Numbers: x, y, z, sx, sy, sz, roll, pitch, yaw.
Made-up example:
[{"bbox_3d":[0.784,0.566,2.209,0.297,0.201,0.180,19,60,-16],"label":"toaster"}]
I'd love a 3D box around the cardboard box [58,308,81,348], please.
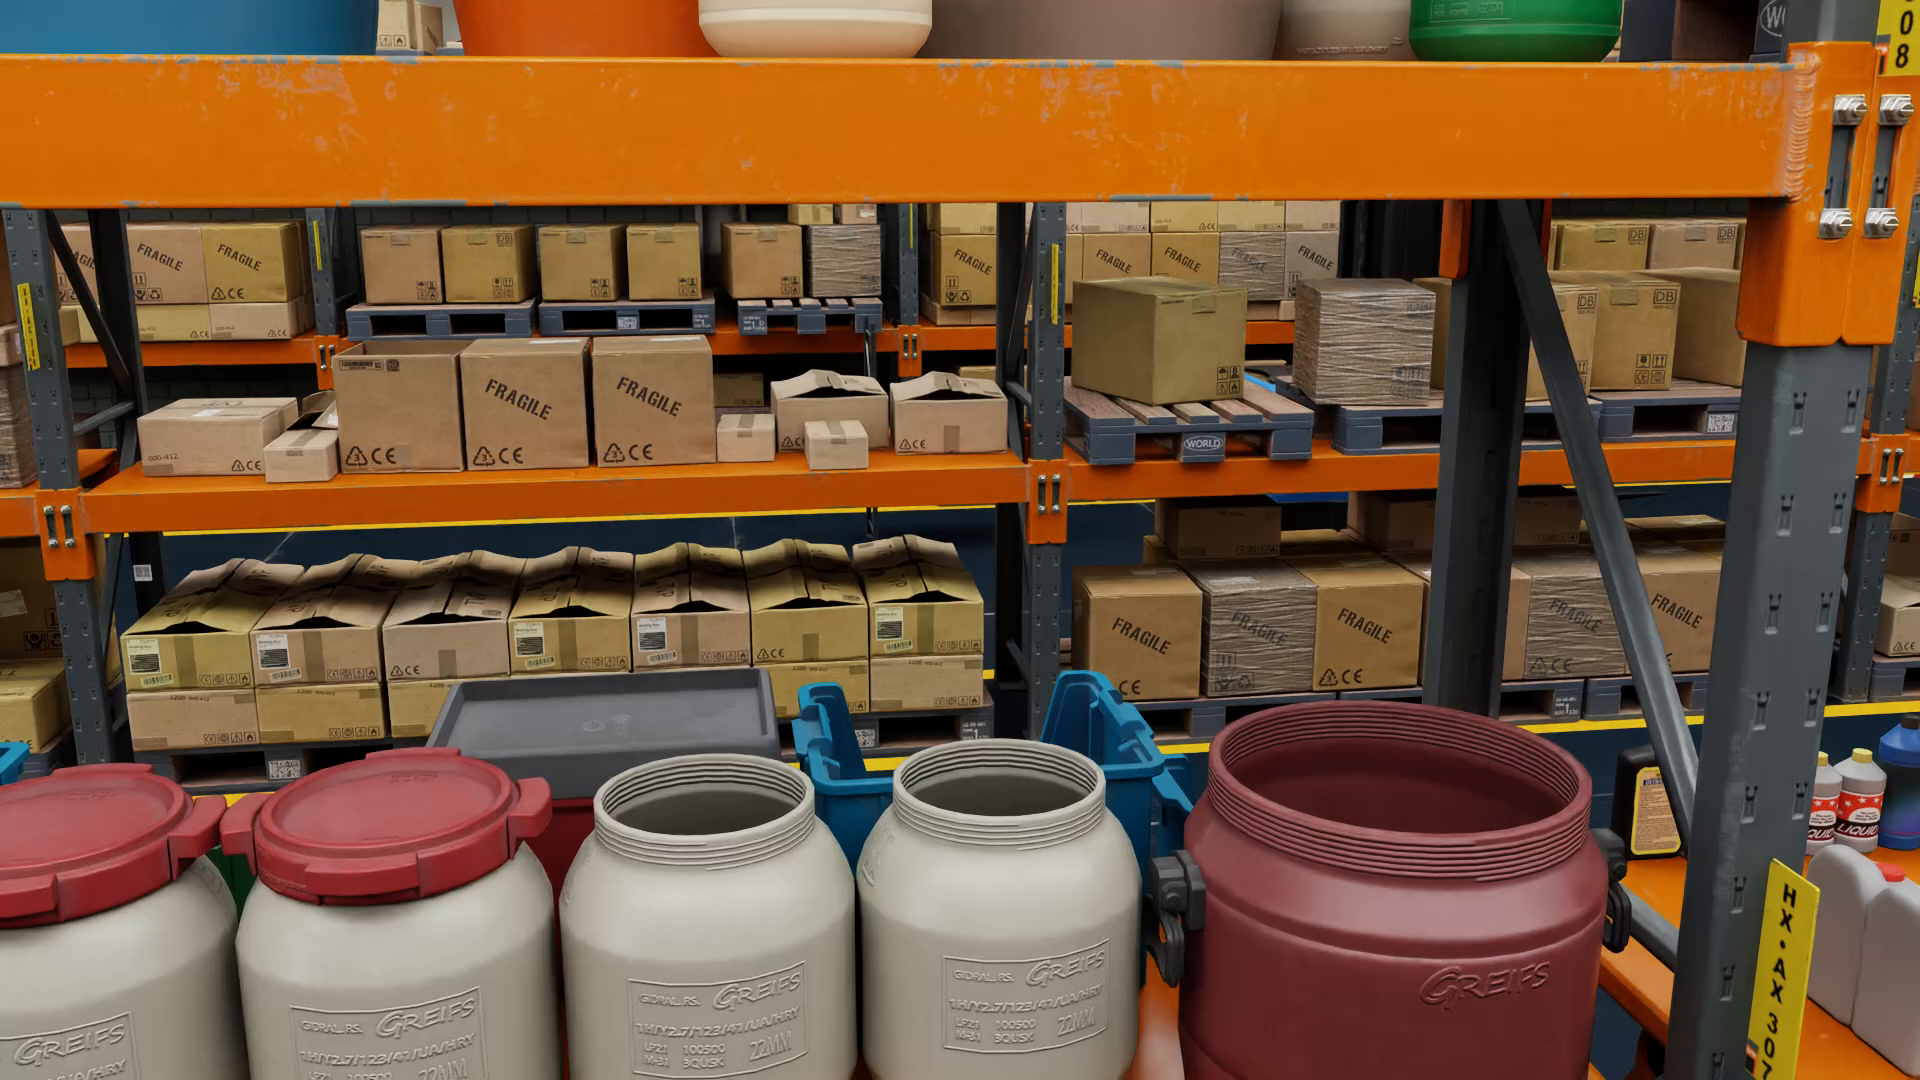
[{"bbox_3d":[-3.942,-0.890,7.067,0.250,0.149,0.380,-2,14,-8],"label":"cardboard box"}]

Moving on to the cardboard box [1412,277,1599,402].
[{"bbox_3d":[2.525,-0.954,7.789,0.500,0.500,0.700,-6,15,-23],"label":"cardboard box"}]

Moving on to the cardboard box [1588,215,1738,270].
[{"bbox_3d":[5.501,-2.187,13.159,0.700,0.700,0.980,-3,14,-11],"label":"cardboard box"}]

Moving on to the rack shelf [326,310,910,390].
[{"bbox_3d":[-2.412,-1.405,12.138,4.000,0.370,1.077,-2,14,-8],"label":"rack shelf"}]

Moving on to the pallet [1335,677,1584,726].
[{"bbox_3d":[2.255,0.656,8.173,1.213,0.211,1.003,-2,14,-8],"label":"pallet"}]

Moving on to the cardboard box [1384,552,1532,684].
[{"bbox_3d":[2.329,0.358,7.860,0.500,0.500,0.500,-3,14,-10],"label":"cardboard box"}]

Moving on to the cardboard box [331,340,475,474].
[{"bbox_3d":[-2.365,-0.582,7.170,0.500,0.500,0.500,-1,14,-4],"label":"cardboard box"}]

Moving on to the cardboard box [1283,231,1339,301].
[{"bbox_3d":[2.599,-2.076,12.475,0.500,0.500,0.500,-2,14,-8],"label":"cardboard box"}]

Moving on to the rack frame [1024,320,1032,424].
[{"bbox_3d":[0.418,-0.743,11.101,0.032,1.500,0.500,-2,14,-8],"label":"rack frame"}]

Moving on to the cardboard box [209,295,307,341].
[{"bbox_3d":[-4.813,-1.529,11.418,0.500,0.250,0.500,-2,14,-8],"label":"cardboard box"}]

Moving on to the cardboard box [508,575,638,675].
[{"bbox_3d":[-1.682,0.357,7.270,0.500,0.311,0.500,-2,14,-7],"label":"cardboard box"}]

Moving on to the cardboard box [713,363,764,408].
[{"bbox_3d":[-1.711,-1.147,12.323,0.500,0.250,0.500,-2,14,-7],"label":"cardboard box"}]

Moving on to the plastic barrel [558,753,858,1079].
[{"bbox_3d":[-0.360,0.606,2.409,0.421,0.512,0.421,0,14,0],"label":"plastic barrel"}]

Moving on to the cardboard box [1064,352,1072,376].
[{"bbox_3d":[1.180,-1.013,12.651,0.750,0.750,0.750,-2,14,-9],"label":"cardboard box"}]

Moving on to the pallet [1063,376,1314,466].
[{"bbox_3d":[0.967,-0.584,7.778,1.003,0.211,1.213,-2,14,-8],"label":"pallet"}]

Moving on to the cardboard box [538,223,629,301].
[{"bbox_3d":[-2.681,-2.004,11.936,0.500,0.500,0.700,0,14,-1],"label":"cardboard box"}]

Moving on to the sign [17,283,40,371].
[{"bbox_3d":[-3.564,-0.815,6.364,0.005,0.325,0.100,-2,14,-8],"label":"sign"}]

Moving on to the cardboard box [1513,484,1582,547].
[{"bbox_3d":[2.760,-0.150,8.346,0.500,0.250,0.500,-2,14,-8],"label":"cardboard box"}]

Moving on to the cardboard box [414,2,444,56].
[{"bbox_3d":[-3.837,-3.390,11.336,0.500,0.500,0.500,0,14,0],"label":"cardboard box"}]

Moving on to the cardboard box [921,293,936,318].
[{"bbox_3d":[-0.150,-1.788,12.661,0.250,0.149,0.380,-2,14,-7],"label":"cardboard box"}]

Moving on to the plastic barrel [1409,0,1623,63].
[{"bbox_3d":[0.805,-0.802,2.407,0.294,0.245,0.294,0,14,0],"label":"plastic barrel"}]

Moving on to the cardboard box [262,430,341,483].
[{"bbox_3d":[-2.741,-0.351,6.973,0.250,0.149,0.380,-2,14,-8],"label":"cardboard box"}]

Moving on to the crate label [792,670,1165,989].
[{"bbox_3d":[0.019,0.510,2.949,0.616,0.435,0.502,-2,14,-8],"label":"crate label"}]

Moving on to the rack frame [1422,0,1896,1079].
[{"bbox_3d":[1.042,0.557,2.834,0.053,2.616,0.949,-2,14,-8],"label":"rack frame"}]

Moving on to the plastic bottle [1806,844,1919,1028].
[{"bbox_3d":[1.495,0.642,2.751,0.135,0.276,0.152,-2,14,-8],"label":"plastic bottle"}]

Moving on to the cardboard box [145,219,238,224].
[{"bbox_3d":[-5.397,-1.998,11.748,0.500,0.500,0.500,-2,14,-9],"label":"cardboard box"}]

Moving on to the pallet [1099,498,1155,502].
[{"bbox_3d":[1.561,-0.528,12.894,1.213,0.211,1.003,-2,14,-8],"label":"pallet"}]

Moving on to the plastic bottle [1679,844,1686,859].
[{"bbox_3d":[1.495,0.536,3.328,0.097,0.201,0.097,0,14,0],"label":"plastic bottle"}]

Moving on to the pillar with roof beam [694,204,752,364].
[{"bbox_3d":[-1.207,-3.862,8.123,0.400,9.000,9.100,-2,14,-8],"label":"pillar with roof beam"}]

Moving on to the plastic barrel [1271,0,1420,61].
[{"bbox_3d":[0.689,-1.015,2.708,0.421,0.512,0.421,0,14,0],"label":"plastic barrel"}]

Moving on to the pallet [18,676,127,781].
[{"bbox_3d":[-4.440,0.881,7.275,1.213,0.211,1.003,-2,14,-8],"label":"pallet"}]

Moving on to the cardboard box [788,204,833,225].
[{"bbox_3d":[-1.087,-2.368,12.056,0.250,0.149,0.380,-5,15,-18],"label":"cardboard box"}]

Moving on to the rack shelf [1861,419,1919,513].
[{"bbox_3d":[6.241,-0.504,8.543,4.000,0.370,1.077,-2,14,-8],"label":"rack shelf"}]

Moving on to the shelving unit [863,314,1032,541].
[{"bbox_3d":[-0.084,-0.724,11.027,1.048,1.500,0.538,-2,14,-8],"label":"shelving unit"}]

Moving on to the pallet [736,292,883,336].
[{"bbox_3d":[-1.123,-1.682,12.158,1.003,0.211,1.213,-2,14,-8],"label":"pallet"}]

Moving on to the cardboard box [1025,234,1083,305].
[{"bbox_3d":[0.604,-2.002,12.180,0.500,0.500,0.500,-2,14,-6],"label":"cardboard box"}]

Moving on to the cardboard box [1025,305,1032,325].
[{"bbox_3d":[0.452,-1.667,12.179,0.250,0.149,0.380,-2,14,-7],"label":"cardboard box"}]

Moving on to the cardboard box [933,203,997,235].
[{"bbox_3d":[0.082,-2.348,12.020,0.500,0.250,0.500,-2,14,-7],"label":"cardboard box"}]

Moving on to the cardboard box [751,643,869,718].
[{"bbox_3d":[-0.685,0.592,7.484,0.500,0.250,0.500,-2,14,-9],"label":"cardboard box"}]

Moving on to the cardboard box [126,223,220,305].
[{"bbox_3d":[-5.304,-1.872,11.244,0.500,0.500,0.500,-2,14,-9],"label":"cardboard box"}]

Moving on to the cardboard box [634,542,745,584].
[{"bbox_3d":[-1.277,0.210,7.855,0.500,0.311,0.500,-2,14,-10],"label":"cardboard box"}]

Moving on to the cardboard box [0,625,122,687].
[{"bbox_3d":[-4.151,0.583,7.518,0.500,0.250,0.500,-2,14,-8],"label":"cardboard box"}]

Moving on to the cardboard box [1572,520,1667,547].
[{"bbox_3d":[3.223,0.200,8.494,0.500,0.500,0.500,-2,14,-7],"label":"cardboard box"}]

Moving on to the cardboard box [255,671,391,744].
[{"bbox_3d":[-2.706,0.666,7.188,0.500,0.250,0.500,-2,14,-7],"label":"cardboard box"}]

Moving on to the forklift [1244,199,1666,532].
[{"bbox_3d":[3.390,-1.549,11.372,3.031,2.935,1.130,-3,14,-10],"label":"forklift"}]

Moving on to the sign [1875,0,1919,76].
[{"bbox_3d":[1.131,-0.716,1.959,0.005,0.325,0.100,-2,14,-8],"label":"sign"}]

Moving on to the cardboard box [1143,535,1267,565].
[{"bbox_3d":[1.197,0.273,8.200,0.500,0.500,0.500,-2,14,-6],"label":"cardboard box"}]

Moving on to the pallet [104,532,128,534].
[{"bbox_3d":[-6.257,-0.251,11.790,1.213,0.211,1.003,-2,14,-8],"label":"pallet"}]

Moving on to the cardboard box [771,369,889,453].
[{"bbox_3d":[-0.606,-0.606,7.656,0.500,0.311,0.500,-2,14,-9],"label":"cardboard box"}]

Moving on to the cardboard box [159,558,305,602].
[{"bbox_3d":[-3.290,0.284,7.560,0.500,0.311,0.500,-2,14,-8],"label":"cardboard box"}]

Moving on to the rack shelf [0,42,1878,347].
[{"bbox_3d":[-0.936,-0.477,2.271,4.000,0.370,1.077,-2,14,-8],"label":"rack shelf"}]
